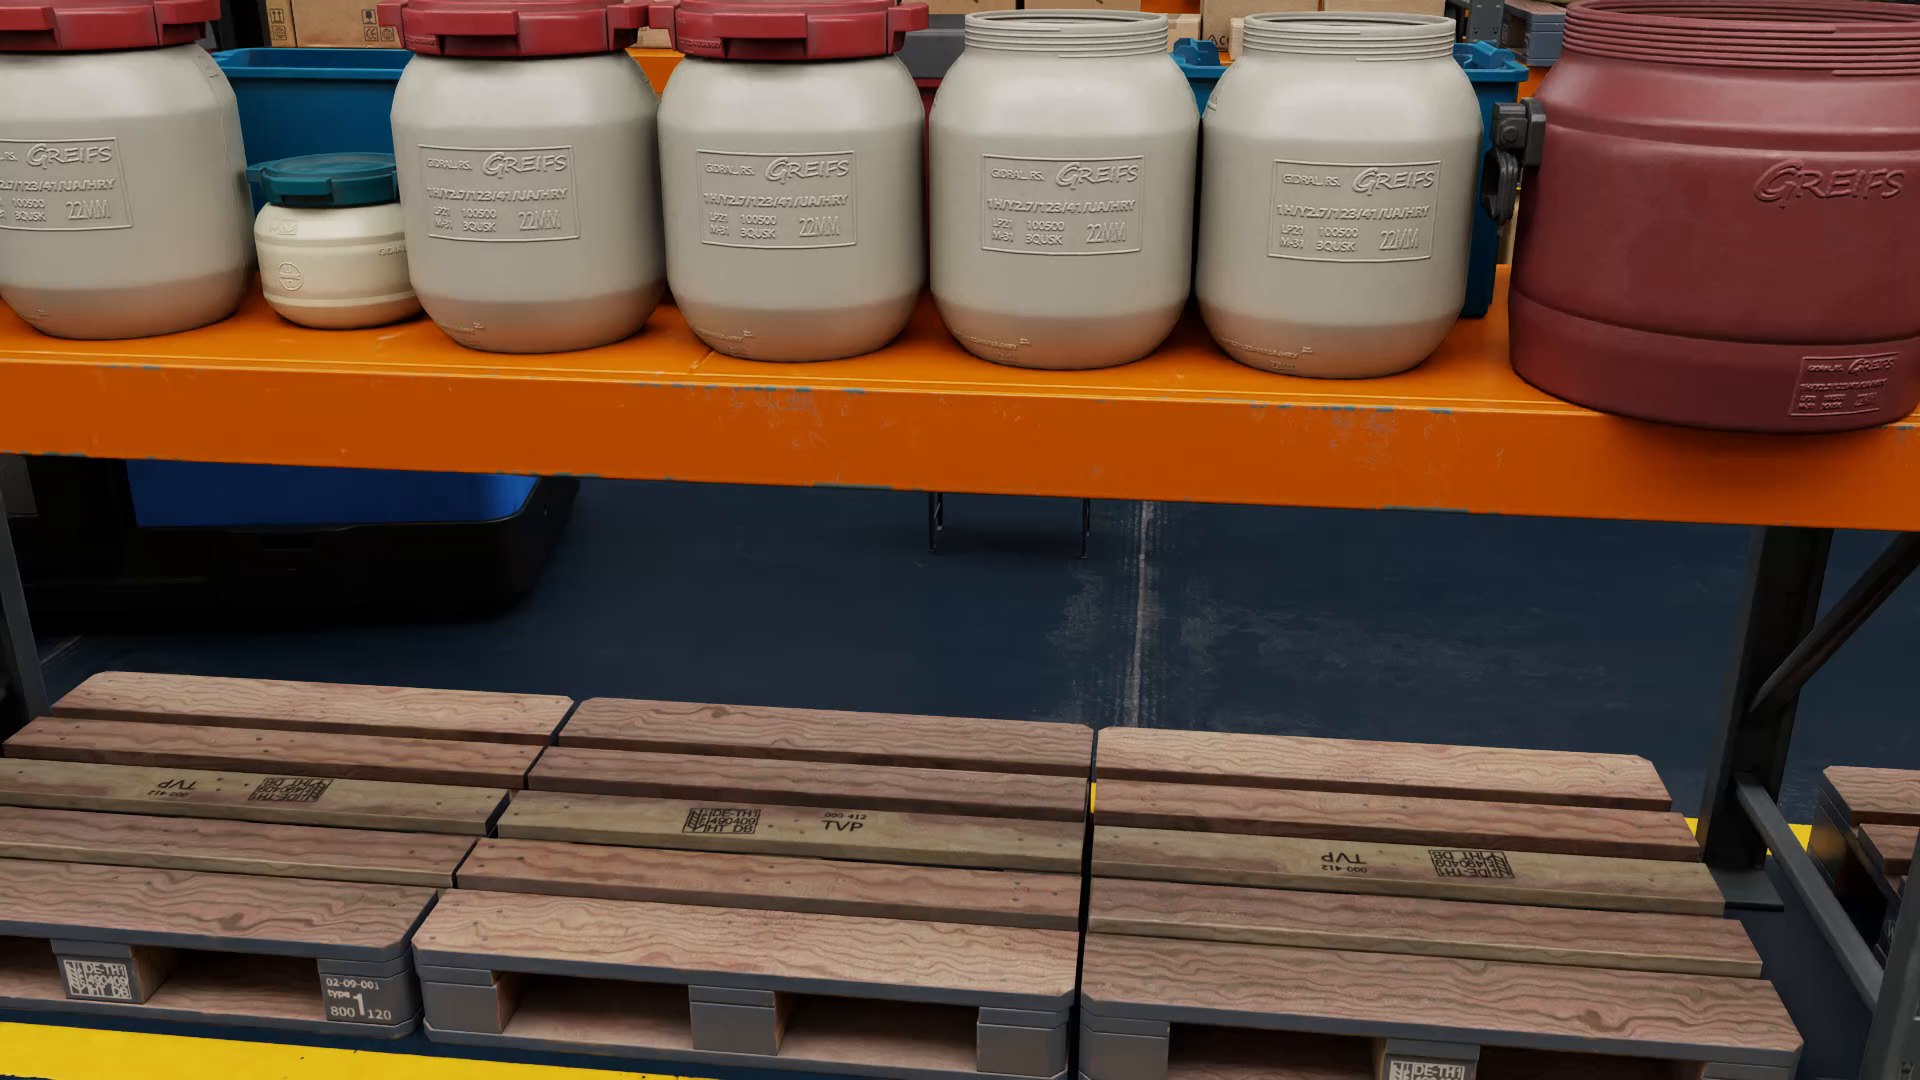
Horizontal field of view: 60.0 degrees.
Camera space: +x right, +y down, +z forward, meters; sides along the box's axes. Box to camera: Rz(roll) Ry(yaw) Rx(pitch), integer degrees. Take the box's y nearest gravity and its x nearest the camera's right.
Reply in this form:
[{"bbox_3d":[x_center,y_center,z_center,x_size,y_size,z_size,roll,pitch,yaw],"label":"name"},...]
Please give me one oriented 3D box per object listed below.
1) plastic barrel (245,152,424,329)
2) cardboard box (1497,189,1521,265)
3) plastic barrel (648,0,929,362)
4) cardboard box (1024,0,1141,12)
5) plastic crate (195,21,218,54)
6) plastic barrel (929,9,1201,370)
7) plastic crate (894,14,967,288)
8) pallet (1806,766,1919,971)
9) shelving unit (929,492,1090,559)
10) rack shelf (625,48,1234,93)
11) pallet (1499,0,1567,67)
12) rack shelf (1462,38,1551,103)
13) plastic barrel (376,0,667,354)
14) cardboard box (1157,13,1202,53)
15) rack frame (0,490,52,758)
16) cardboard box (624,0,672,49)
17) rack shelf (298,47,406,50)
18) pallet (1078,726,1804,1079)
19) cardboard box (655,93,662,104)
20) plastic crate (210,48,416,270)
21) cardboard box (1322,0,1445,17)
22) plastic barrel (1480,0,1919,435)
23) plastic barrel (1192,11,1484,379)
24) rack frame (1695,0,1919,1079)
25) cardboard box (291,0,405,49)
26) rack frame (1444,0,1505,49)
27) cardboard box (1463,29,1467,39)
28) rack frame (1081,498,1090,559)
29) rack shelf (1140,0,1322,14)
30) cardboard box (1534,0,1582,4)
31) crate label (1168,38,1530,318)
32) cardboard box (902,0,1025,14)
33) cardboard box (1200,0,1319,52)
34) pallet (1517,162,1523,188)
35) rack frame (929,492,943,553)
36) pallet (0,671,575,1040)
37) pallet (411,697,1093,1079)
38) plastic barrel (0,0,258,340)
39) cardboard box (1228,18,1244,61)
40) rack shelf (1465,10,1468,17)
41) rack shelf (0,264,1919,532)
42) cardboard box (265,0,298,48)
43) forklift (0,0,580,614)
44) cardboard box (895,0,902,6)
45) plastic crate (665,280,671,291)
[{"bbox_3d":[-1.050,-0.515,2.851,0.301,0.262,0.301,0,22,0],"label":"plastic barrel"},{"bbox_3d":[2.631,-1.246,7.313,0.500,0.500,0.500,3,22,9],"label":"cardboard box"},{"bbox_3d":[-0.264,-0.584,2.652,0.433,0.535,0.433,0,22,0],"label":"plastic barrel"},{"bbox_3d":[0.544,-2.441,7.398,0.500,0.500,0.500,1,22,3],"label":"cardboard box"},{"bbox_3d":[-1.829,-0.813,3.330,0.583,0.464,0.402,2,22,6],"label":"plastic crate"},{"bbox_3d":[0.161,-0.556,2.615,0.421,0.512,0.421,0,22,0],"label":"plastic barrel"},{"bbox_3d":[0.057,-0.731,3.122,0.583,0.464,0.402,2,22,6],"label":"plastic crate"},{"bbox_3d":[2.414,0.796,3.139,1.213,0.211,1.003,2,22,6],"label":"pallet"},{"bbox_3d":[0.164,-0.551,5.201,0.503,1.200,0.258,2,22,6],"label":"shelving unit"},{"bbox_3d":[0.226,-2.080,7.599,4.000,0.370,1.077,2,22,6],"label":"rack shelf"},{"bbox_3d":[2.894,-2.235,7.274,1.003,0.211,1.213,2,22,6],"label":"pallet"},{"bbox_3d":[4.199,-1.907,7.162,4.000,0.370,1.077,2,22,6],"label":"rack shelf"},{"bbox_3d":[-0.693,-0.603,2.699,0.433,0.535,0.433,0,22,0],"label":"plastic barrel"},{"bbox_3d":[0.940,-2.246,7.382,0.250,0.149,0.380,4,22,10],"label":"cardboard box"},{"bbox_3d":[-2.346,-0.693,3.112,0.127,3.000,1.000,2,22,6],"label":"rack frame"},{"bbox_3d":[-1.266,-2.426,7.700,0.500,0.250,0.500,4,22,10],"label":"cardboard box"},{"bbox_3d":[-3.746,-2.253,8.037,4.000,0.370,1.077,2,22,6],"label":"rack shelf"},{"bbox_3d":[0.861,0.729,3.308,1.213,0.211,1.003,2,22,6],"label":"pallet"},{"bbox_3d":[-2.216,-3.382,12.716,0.500,0.500,0.500,1,22,2],"label":"cardboard box"},{"bbox_3d":[-1.214,-0.751,3.281,0.575,0.384,0.392,2,22,6],"label":"plastic crate"},{"bbox_3d":[1.856,-2.318,7.345,0.500,0.311,0.500,4,22,10],"label":"cardboard box"},{"bbox_3d":[1.129,-0.492,2.420,0.708,0.536,0.600,2,22,6],"label":"plastic barrel"},{"bbox_3d":[0.579,-0.538,2.569,0.421,0.512,0.421,0,22,0],"label":"plastic barrel"},{"bbox_3d":[1.626,-0.520,2.674,0.127,3.000,1.000,2,22,6],"label":"rack frame"},{"bbox_3d":[-2.726,-2.585,7.762,0.500,0.500,0.700,2,22,6],"label":"cardboard box"},{"bbox_3d":[2.213,-2.328,7.248,0.127,3.000,1.000,2,22,6],"label":"rack frame"},{"bbox_3d":[3.507,-3.253,11.940,0.750,0.750,0.750,2,22,6],"label":"cardboard box"},{"bbox_3d":[0.407,-0.540,5.174,0.015,1.200,0.240,2,22,6],"label":"rack frame"},{"bbox_3d":[0.806,-3.889,12.175,4.000,0.370,1.077,2,22,6],"label":"rack shelf"},{"bbox_3d":[2.851,-2.584,7.188,0.500,0.500,0.700,-5,22,-12],"label":"cardboard box"},{"bbox_3d":[0.671,-0.678,3.026,0.616,0.435,0.502,2,22,6],"label":"crate label"},{"bbox_3d":[0.022,-2.464,7.456,0.500,0.500,0.500,3,22,6],"label":"cardboard box"},{"bbox_3d":[1.347,-2.396,7.541,0.500,0.311,0.500,2,22,6],"label":"cardboard box"},{"bbox_3d":[3.566,-2.778,12.180,1.213,0.211,1.003,2,22,6],"label":"pallet"},{"bbox_3d":[-0.078,-0.561,5.228,0.015,1.200,0.240,2,22,6],"label":"rack frame"},{"bbox_3d":[-1.562,0.624,3.575,1.213,0.211,1.003,2,22,6],"label":"pallet"},{"bbox_3d":[-0.347,0.676,3.443,1.213,0.211,1.003,2,22,6],"label":"pallet"},{"bbox_3d":[-1.422,-0.634,2.780,0.433,0.535,0.433,0,22,0],"label":"plastic barrel"},{"bbox_3d":[1.287,-2.149,7.138,0.250,0.149,0.380,2,22,6],"label":"cardboard box"},{"bbox_3d":[4.778,-3.716,11.737,4.000,0.370,1.077,2,22,6],"label":"rack shelf"},{"bbox_3d":[-0.360,-0.272,3.025,4.000,0.370,1.077,2,22,6],"label":"rack shelf"},{"bbox_3d":[-3.223,-2.608,7.821,0.500,0.500,0.700,3,22,7],"label":"cardboard box"},{"bbox_3d":[-2.795,-1.291,4.717,3.031,2.935,1.130,-1,22,-3],"label":"forklift"},{"bbox_3d":[-0.476,-2.486,7.511,0.500,0.500,0.500,4,22,10],"label":"cardboard box"},{"bbox_3d":[-0.584,-0.622,3.221,0.662,0.188,0.450,2,22,6],"label":"plastic crate"}]
